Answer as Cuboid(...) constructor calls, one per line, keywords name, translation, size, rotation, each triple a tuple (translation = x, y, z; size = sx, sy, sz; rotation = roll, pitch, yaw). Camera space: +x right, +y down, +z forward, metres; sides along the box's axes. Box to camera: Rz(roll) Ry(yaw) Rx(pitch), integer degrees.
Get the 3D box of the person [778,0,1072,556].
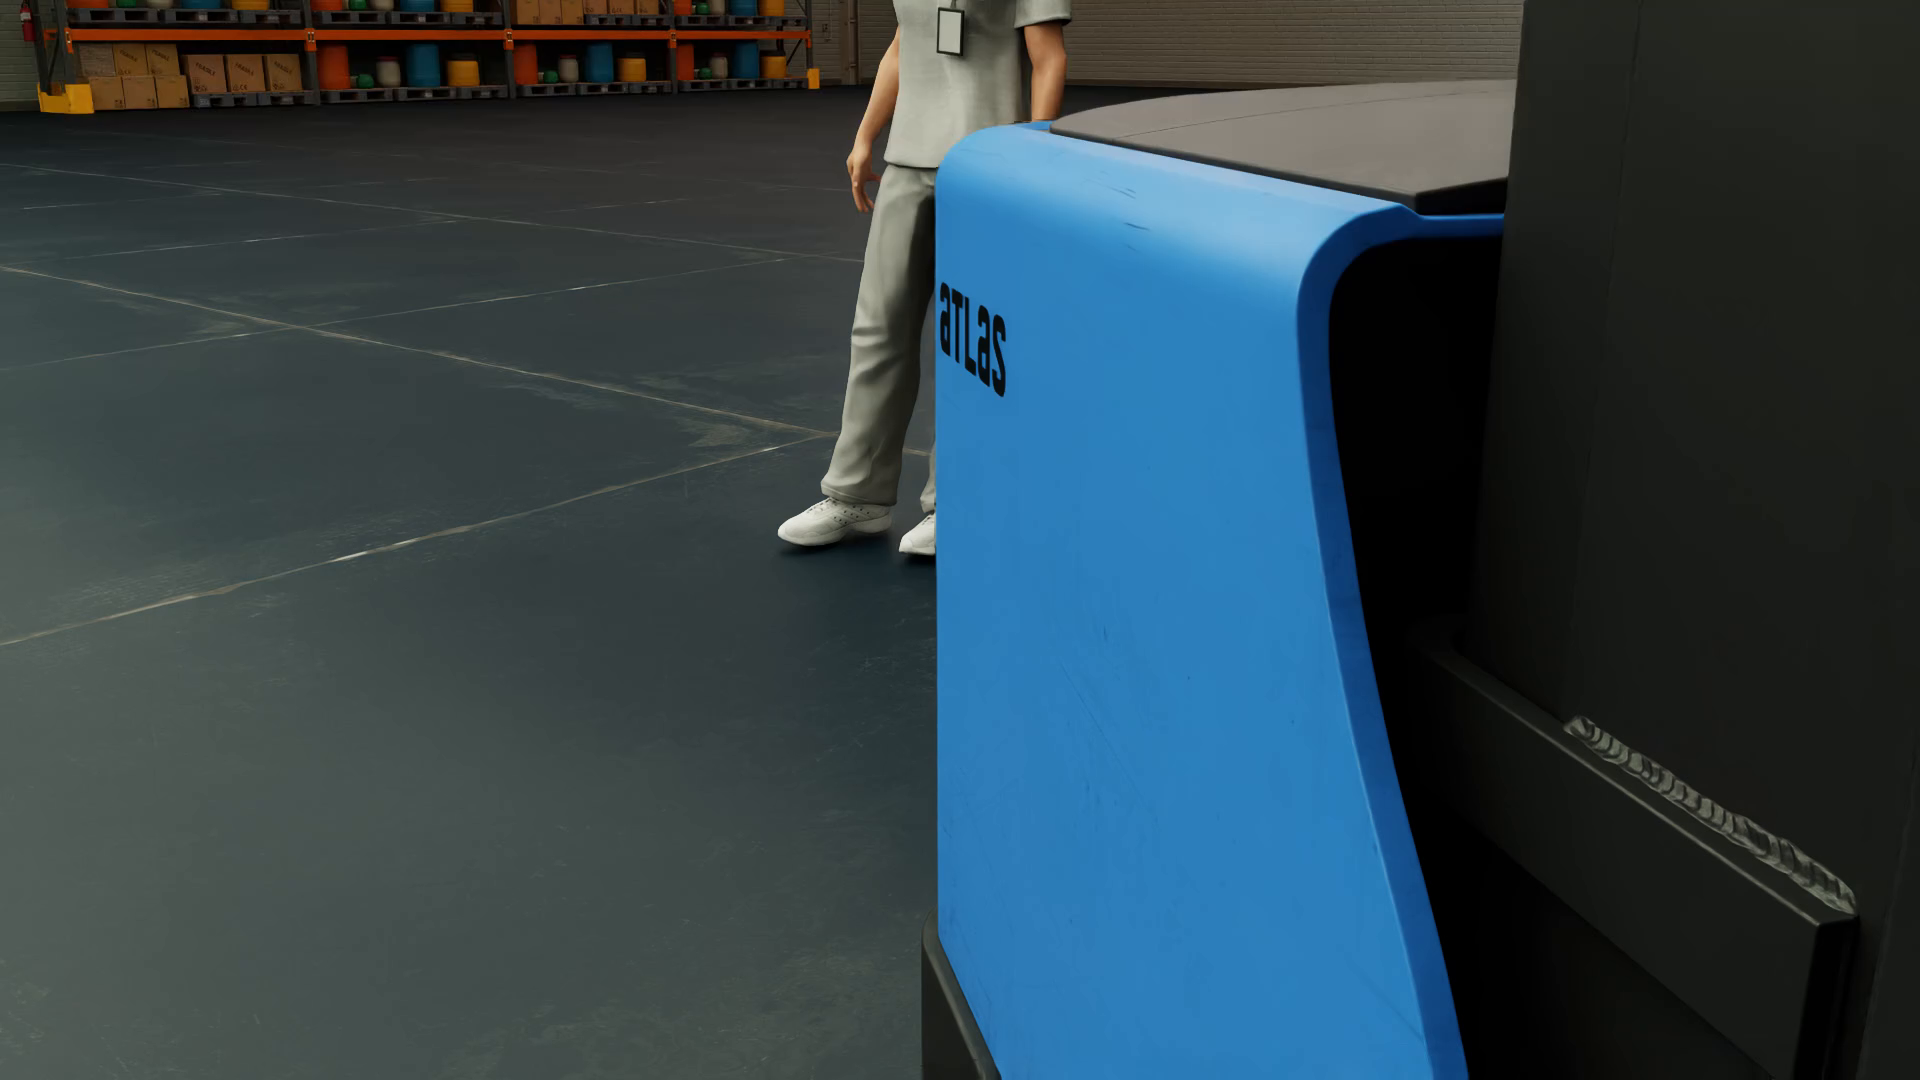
Cuboid(name="person", translation=(-0.057, -0.795, 3.650), size=(0.549, 1.675, 0.549), rotation=(13, 21, 37))
